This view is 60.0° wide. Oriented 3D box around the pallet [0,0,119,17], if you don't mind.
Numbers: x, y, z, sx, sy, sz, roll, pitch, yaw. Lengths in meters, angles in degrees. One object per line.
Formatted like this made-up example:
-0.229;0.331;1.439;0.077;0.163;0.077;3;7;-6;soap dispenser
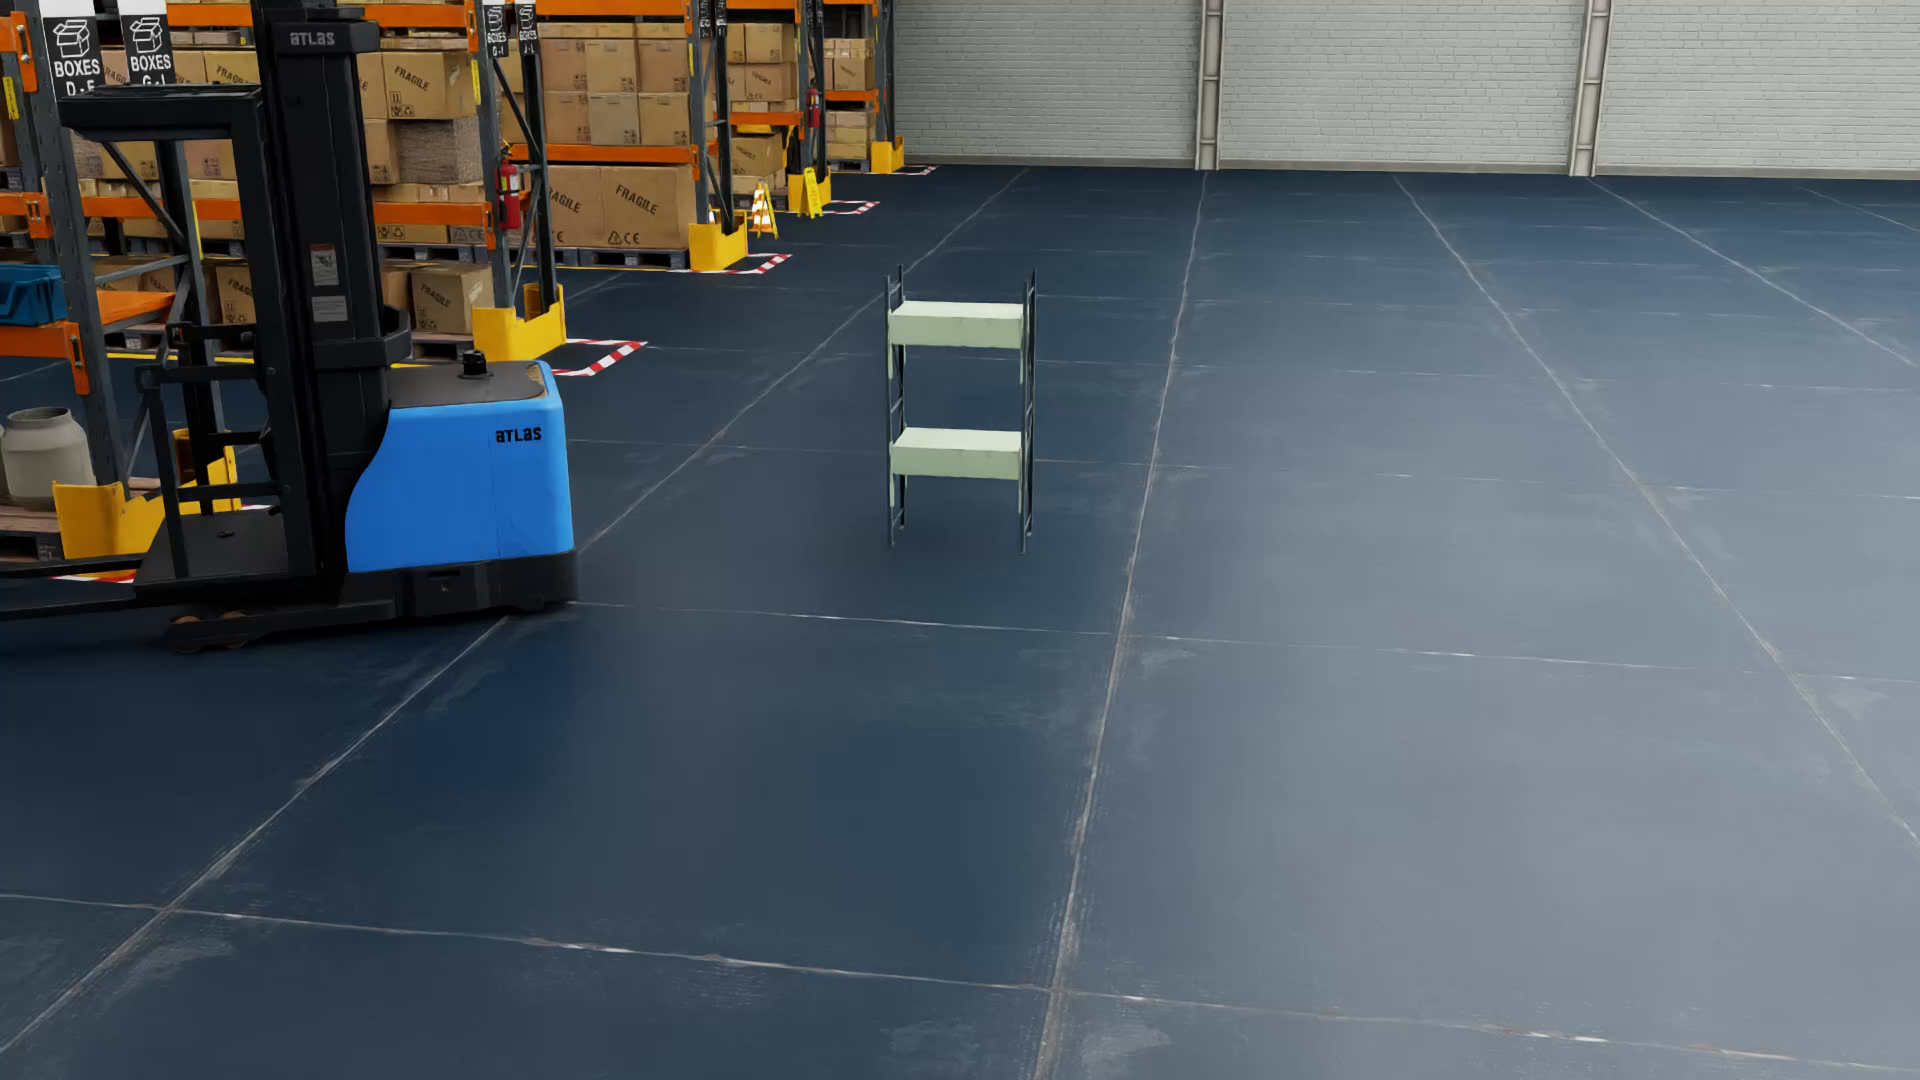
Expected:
-5.176;-2.825;8.590;1.213;0.211;1.003;3;19;9;pallet

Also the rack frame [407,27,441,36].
-9.133;-8.034;28.588;0.127;3.000;1.000;3;19;9;rack frame

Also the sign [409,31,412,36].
-9.209;-8.375;27.908;0.005;0.325;0.100;3;19;9;sign

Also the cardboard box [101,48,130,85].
-6.641;-3.709;13.458;0.500;0.500;0.500;3;19;9;cardboard box

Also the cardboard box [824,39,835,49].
-2.132;-8.087;27.097;0.250;0.149;0.380;3;19;10;cardboard box

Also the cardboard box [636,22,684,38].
-4.045;-6.786;22.656;0.500;0.500;0.700;3;19;8;cardboard box

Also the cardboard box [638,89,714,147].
-3.076;-4.596;18.076;0.550;0.550;0.875;3;19;9;cardboard box

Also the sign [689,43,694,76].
-2.803;-5.013;17.359;0.005;0.325;0.100;3;19;9;sign

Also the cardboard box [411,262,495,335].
-4.203;-2.022;13.897;0.500;0.500;0.500;7;20;19;cardboard box

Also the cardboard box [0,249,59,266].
-8.142;-2.234;14.499;0.500;0.500;0.700;1;19;4;cardboard box

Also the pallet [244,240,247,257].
-7.426;-3.415;19.176;1.213;0.211;1.003;3;19;9;pallet

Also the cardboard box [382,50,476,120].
-4.172;-3.585;13.087;0.500;0.500;0.500;3;19;9;cardboard box

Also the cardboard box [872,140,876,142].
-1.688;-6.613;28.012;0.500;0.250;0.500;3;19;9;cardboard box

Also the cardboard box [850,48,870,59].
-1.621;-7.916;27.056;0.250;0.149;0.380;3;19;9;cardboard box

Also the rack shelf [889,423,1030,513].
0.007;-0.402;9.168;0.720;0.370;0.431;3;19;9;rack shelf

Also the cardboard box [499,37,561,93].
-4.696;-5.190;18.149;0.500;0.550;0.875;3;19;9;cardboard box

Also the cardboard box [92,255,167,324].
-7.150;-2.154;14.292;0.500;0.500;0.500;2;19;7;cardboard box

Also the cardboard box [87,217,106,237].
-10.015;-3.997;19.405;0.750;0.750;1.050;3;19;8;cardboard box

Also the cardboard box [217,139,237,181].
-5.619;-3.252;13.668;0.500;0.500;0.875;3;19;9;cardboard box

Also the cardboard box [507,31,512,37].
-6.375;-7.108;23.508;0.250;0.149;0.380;3;19;8;cardboard box

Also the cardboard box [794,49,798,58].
-2.638;-7.967;27.207;0.250;0.149;0.380;2;19;7;cardboard box

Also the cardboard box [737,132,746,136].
-3.311;-5.481;23.445;0.500;0.500;0.500;2;19;7;cardboard box

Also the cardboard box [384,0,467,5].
-4.106;-4.268;12.840;0.500;0.250;0.500;3;19;10;cardboard box

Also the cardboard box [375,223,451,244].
-6.042;-3.860;18.799;0.875;0.875;0.875;3;19;9;cardboard box

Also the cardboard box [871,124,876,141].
-1.665;-6.853;27.940;0.500;0.250;0.500;3;19;10;cardboard box

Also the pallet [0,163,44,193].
-8.270;-3.166;14.341;1.213;0.211;1.003;3;19;9;pallet

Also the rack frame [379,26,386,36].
-6.652;-4.722;18.688;0.127;3.000;1.000;3;19;9;rack frame

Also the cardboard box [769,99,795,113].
-2.421;-5.909;22.633;0.250;0.149;0.380;4;19;10;cardboard box

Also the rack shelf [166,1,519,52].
-5.564;-4.154;13.397;4.000;0.370;1.077;3;19;9;rack shelf

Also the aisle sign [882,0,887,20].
-1.216;-8.769;26.687;0.004;0.787;0.394;3;19;9;aisle sign

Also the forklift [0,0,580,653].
-3.471;-1.053;7.830;3.031;2.935;1.130;-6;19;-16;forklift

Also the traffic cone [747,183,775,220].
-2.647;-4.491;21.996;0.334;0.463;0.336;3;19;9;traffic cone

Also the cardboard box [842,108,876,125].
-1.678;-7.085;27.845;0.500;0.250;0.500;3;19;8;cardboard box

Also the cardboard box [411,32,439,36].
-7.415;-6.963;23.074;0.250;0.149;0.380;2;19;6;cardboard box

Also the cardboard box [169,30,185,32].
-11.364;-7.155;24.227;0.500;0.500;0.500;3;19;10;cardboard box

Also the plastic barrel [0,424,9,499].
-5.532;-0.474;9.251;0.421;0.512;0.421;0;18;0;plastic barrel

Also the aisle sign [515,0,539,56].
-3.481;-4.296;13.317;0.004;0.787;0.394;3;19;9;aisle sign

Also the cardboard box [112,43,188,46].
-9.153;-5.369;18.889;0.500;0.500;0.700;3;19;8;cardboard box

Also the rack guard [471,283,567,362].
-3.664;-1.790;13.866;0.348;0.500;1.175;3;19;9;rack guard

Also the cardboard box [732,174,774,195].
-2.882;-4.929;22.980;0.500;0.250;0.500;3;19;8;cardboard box

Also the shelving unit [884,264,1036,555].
0.007;-0.711;9.064;0.755;1.500;0.431;3;19;9;shelving unit

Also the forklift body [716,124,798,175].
-3.396;-6.753;26.097;1.214;2.155;2.313;3;19;9;forklift body

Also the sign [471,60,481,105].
-3.697;-3.498;12.707;0.005;0.325;0.100;3;19;9;sign

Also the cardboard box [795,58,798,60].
-2.778;-7.676;27.361;0.500;0.500;0.500;3;19;8;cardboard box

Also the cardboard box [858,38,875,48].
-1.532;-8.212;27.469;0.250;0.149;0.380;3;19;8;cardboard box

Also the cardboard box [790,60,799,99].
-2.441;-6.376;23.005;0.500;0.500;0.500;3;19;8;cardboard box

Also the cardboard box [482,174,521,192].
-3.833;-2.942;13.764;0.250;0.149;0.380;3;19;9;cardboard box

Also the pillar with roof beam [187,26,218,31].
-14.309;-10.049;25.156;0.400;9.000;9.100;3;19;9;pillar with roof beam

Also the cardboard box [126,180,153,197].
-6.630;-2.919;13.695;0.250;0.149;0.380;3;19;9;cardboard box

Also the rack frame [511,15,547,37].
-5.967;-6.278;23.338;0.127;3.000;1.000;3;19;9;rack frame

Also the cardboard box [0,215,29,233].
-11.293;-3.888;19.474;0.500;0.500;0.500;3;19;8;cardboard box

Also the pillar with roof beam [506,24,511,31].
-8.385;-9.747;24.253;0.400;9.000;9.100;3;19;9;pillar with roof beam

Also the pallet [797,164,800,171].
-3.197;-6.397;28.089;1.213;0.211;1.003;3;19;9;pallet

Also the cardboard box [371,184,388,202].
-4.650;-2.829;13.427;0.250;0.149;0.380;3;19;9;cardboard box
